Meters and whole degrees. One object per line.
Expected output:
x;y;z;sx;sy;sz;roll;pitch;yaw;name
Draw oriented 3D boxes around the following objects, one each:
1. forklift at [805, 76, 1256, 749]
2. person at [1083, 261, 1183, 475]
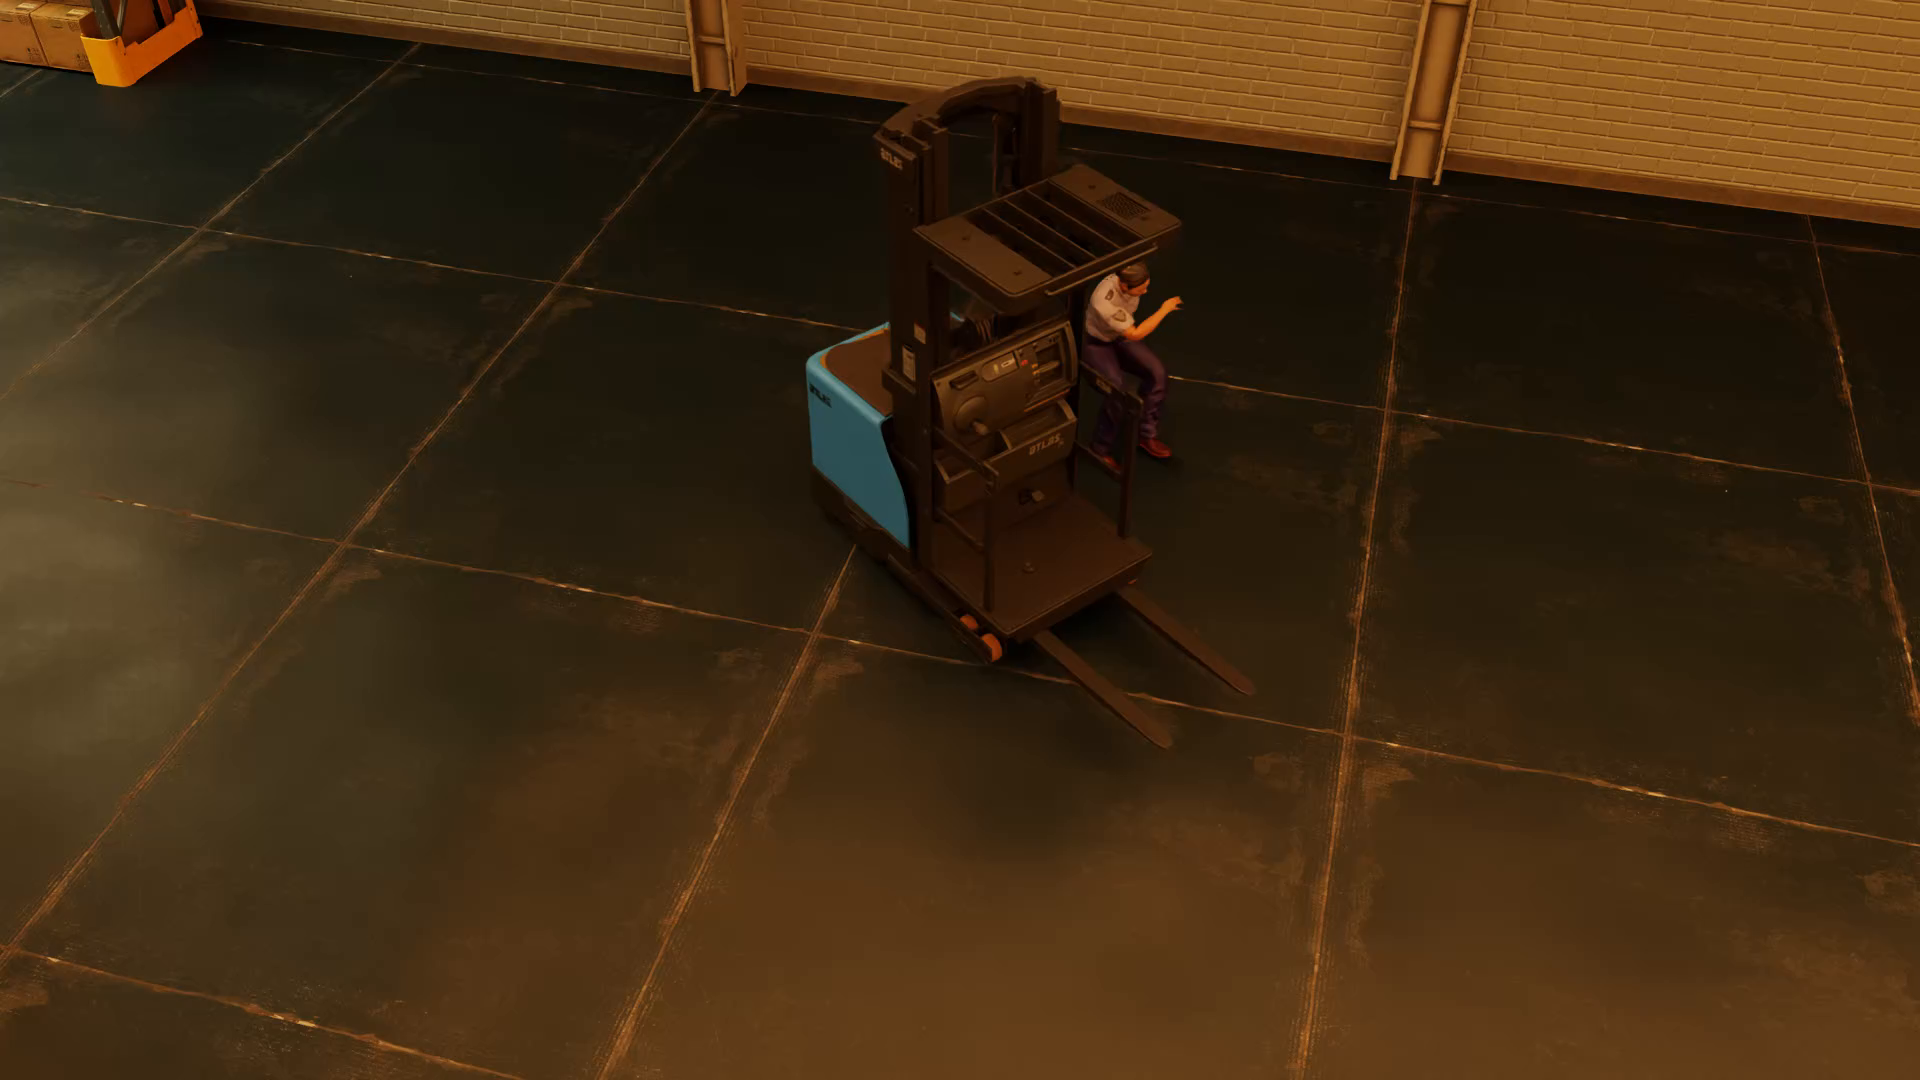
0.383;-0.787;8.760;1.130;2.935;3.031;-27;48;-28;forklift
1.152;-1.269;10.560;0.852;1.347;1.169;27;48;28;person
